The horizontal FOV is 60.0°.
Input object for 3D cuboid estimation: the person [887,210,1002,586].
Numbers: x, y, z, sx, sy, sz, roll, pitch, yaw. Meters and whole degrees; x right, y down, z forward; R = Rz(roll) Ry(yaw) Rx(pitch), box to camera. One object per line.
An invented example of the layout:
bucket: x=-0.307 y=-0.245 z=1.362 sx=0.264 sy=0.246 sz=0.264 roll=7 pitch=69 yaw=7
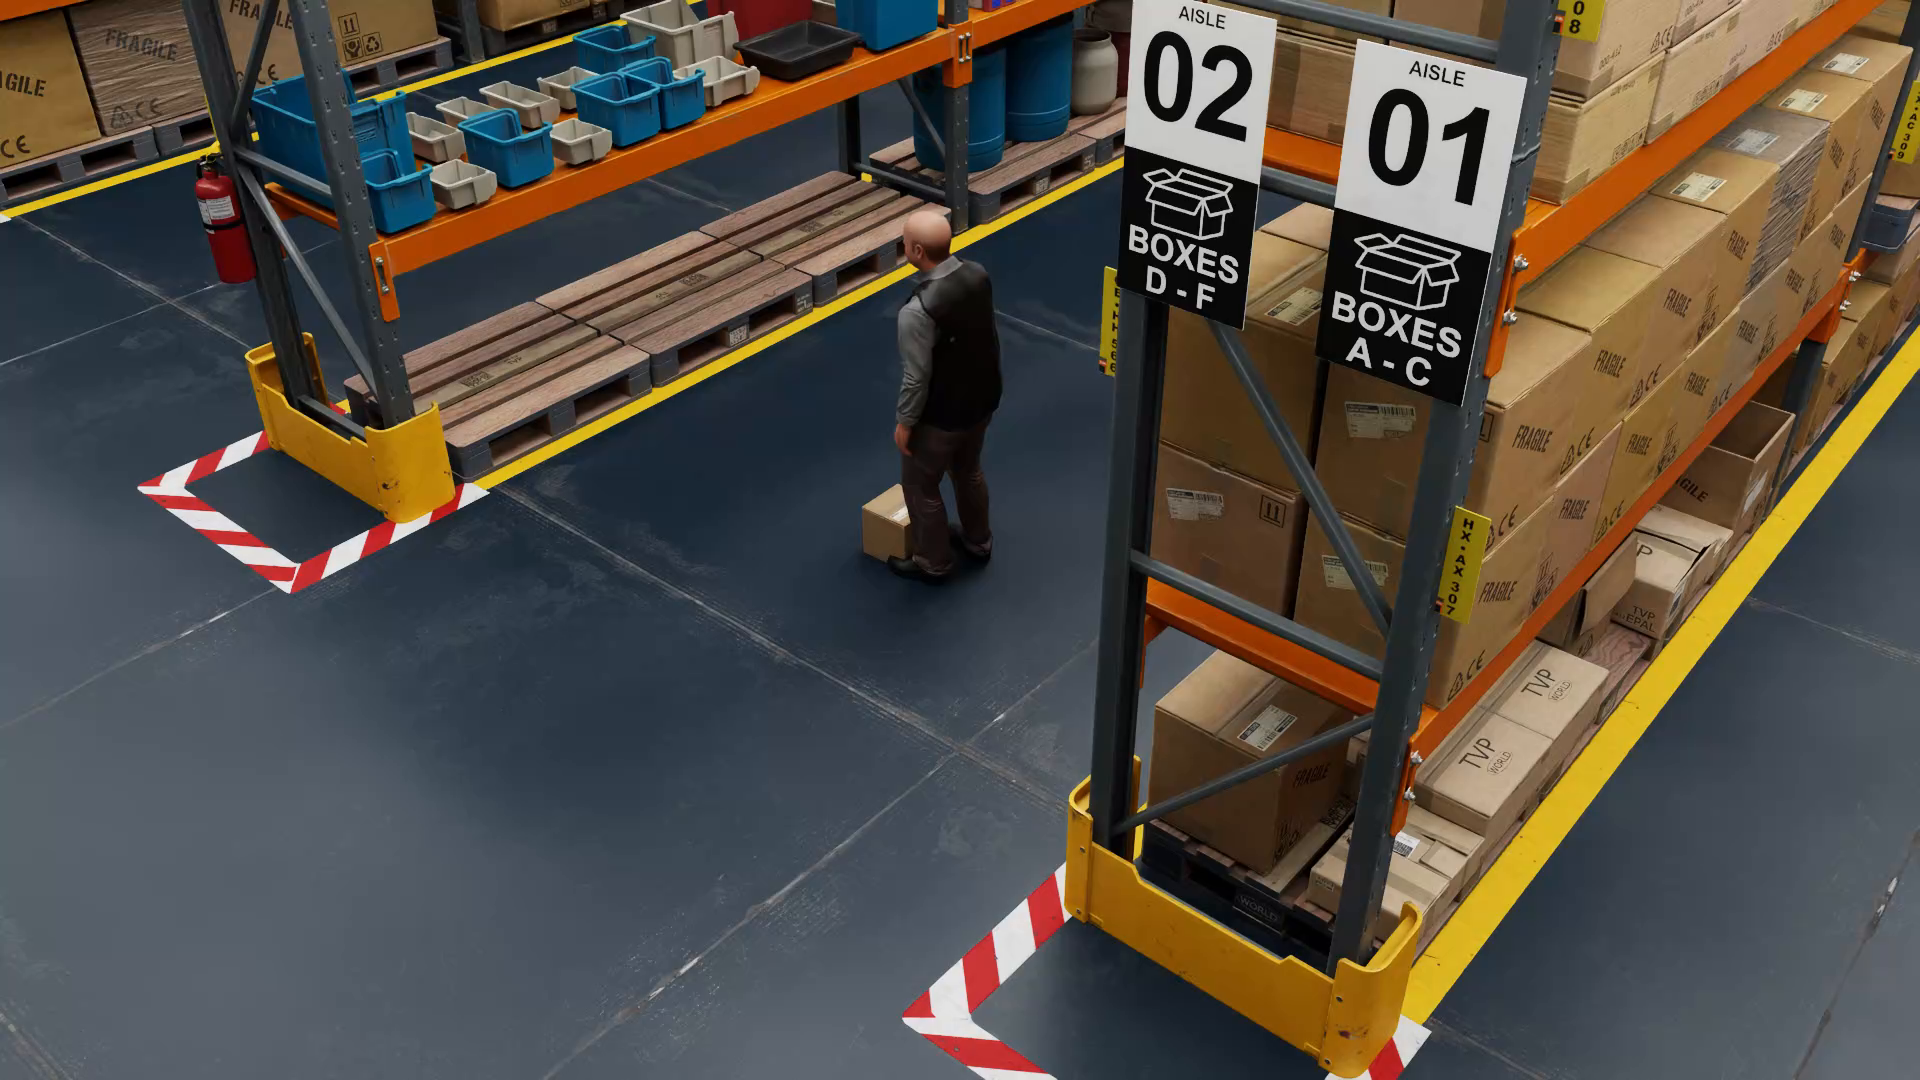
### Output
person: x=-0.073 y=-0.569 z=6.983 sx=0.467 sy=1.722 sz=0.593 roll=23 pitch=41 yaw=30
